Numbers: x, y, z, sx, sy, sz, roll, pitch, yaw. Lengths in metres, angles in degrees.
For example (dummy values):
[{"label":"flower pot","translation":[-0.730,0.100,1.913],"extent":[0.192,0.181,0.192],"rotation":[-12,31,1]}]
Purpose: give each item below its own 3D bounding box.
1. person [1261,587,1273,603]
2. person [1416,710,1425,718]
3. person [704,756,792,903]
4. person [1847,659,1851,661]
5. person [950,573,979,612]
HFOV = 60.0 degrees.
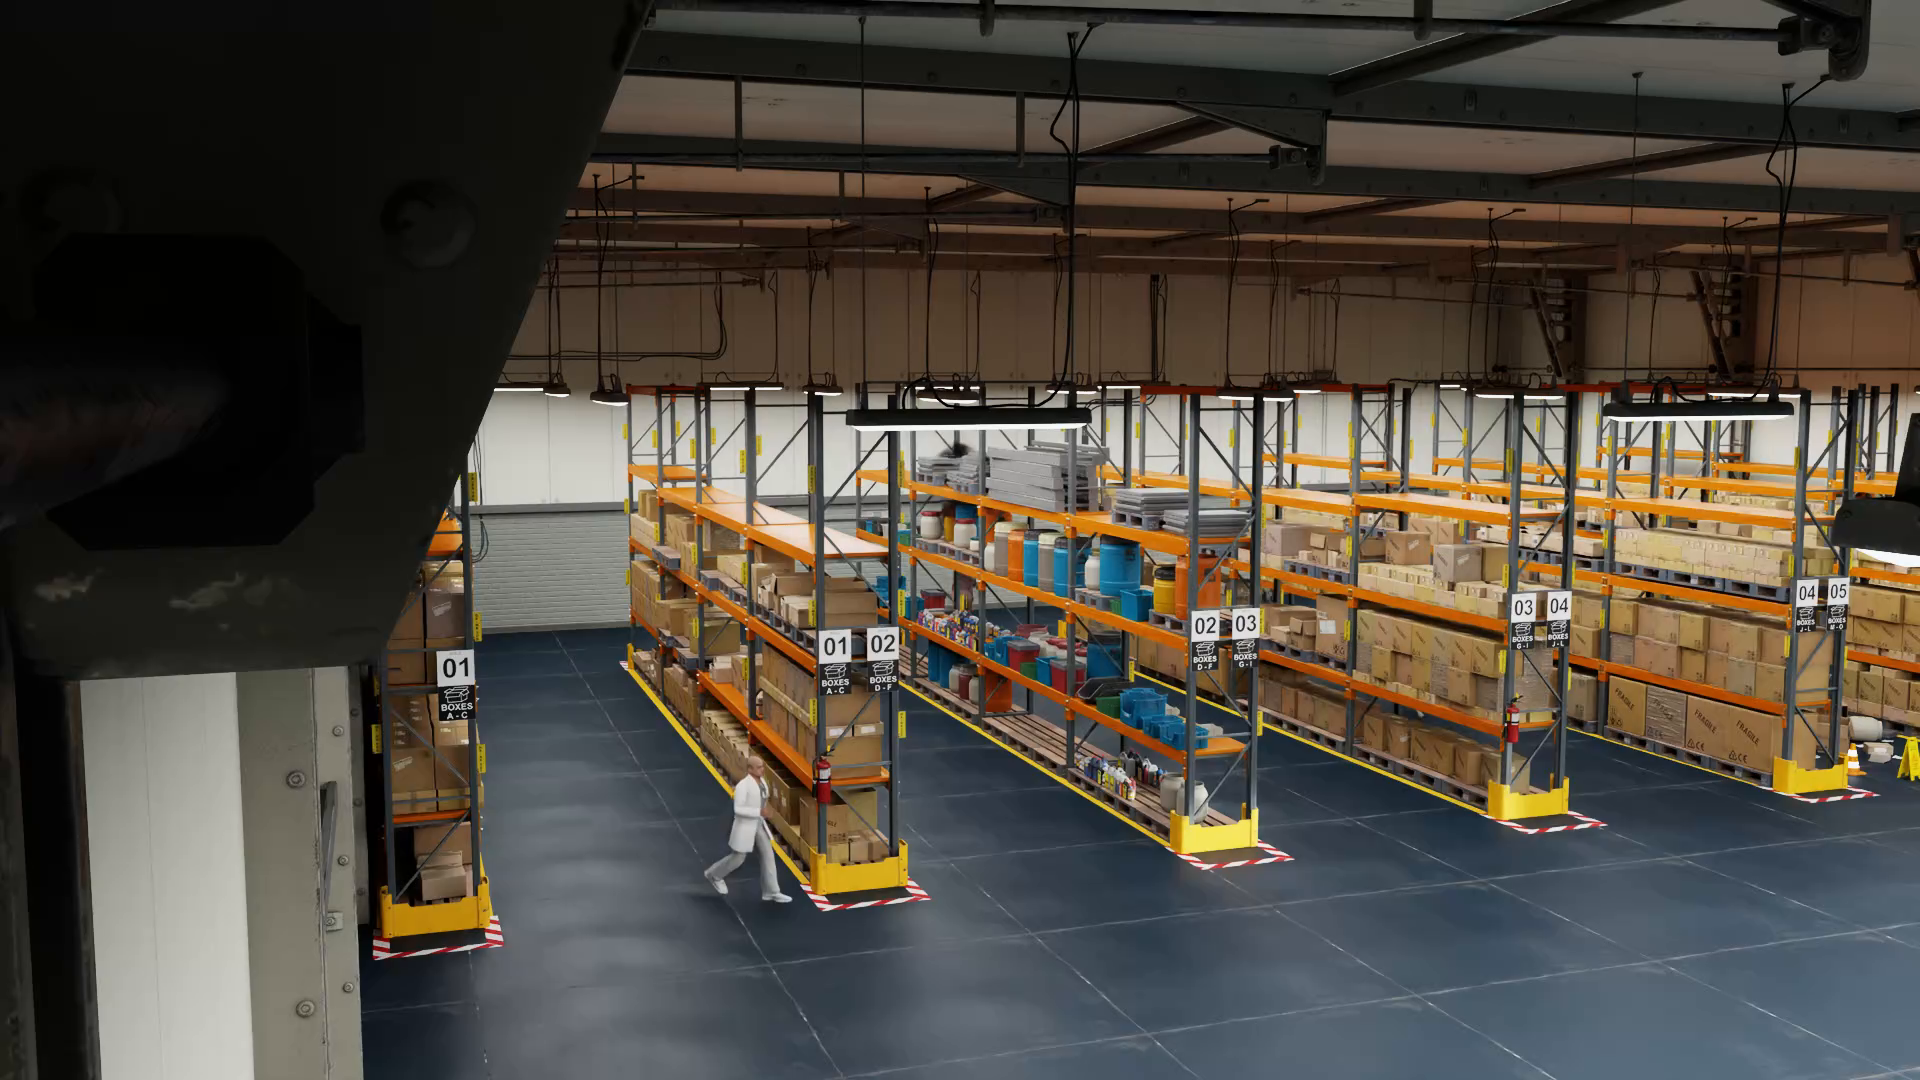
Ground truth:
[{"label":"person","translation":[7.626,1.262,41.343],"extent":[0.814,1.607,0.549],"rotation":[-3,7,-26]},{"label":"person","translation":[8.294,2.383,30.426],"extent":[0.707,1.623,1.107],"rotation":[-1,6,-7]},{"label":"person","translation":[-2.533,3.400,19.659],"extent":[1.131,1.738,0.682],"rotation":[3,7,29]},{"label":"person","translation":[17.542,2.205,32.844],"extent":[0.644,1.482,0.859],"rotation":[-4,7,-32]},{"label":"person","translation":[0.161,1.291,40.480],"extent":[0.701,1.737,0.721],"rotation":[3,7,30]}]
